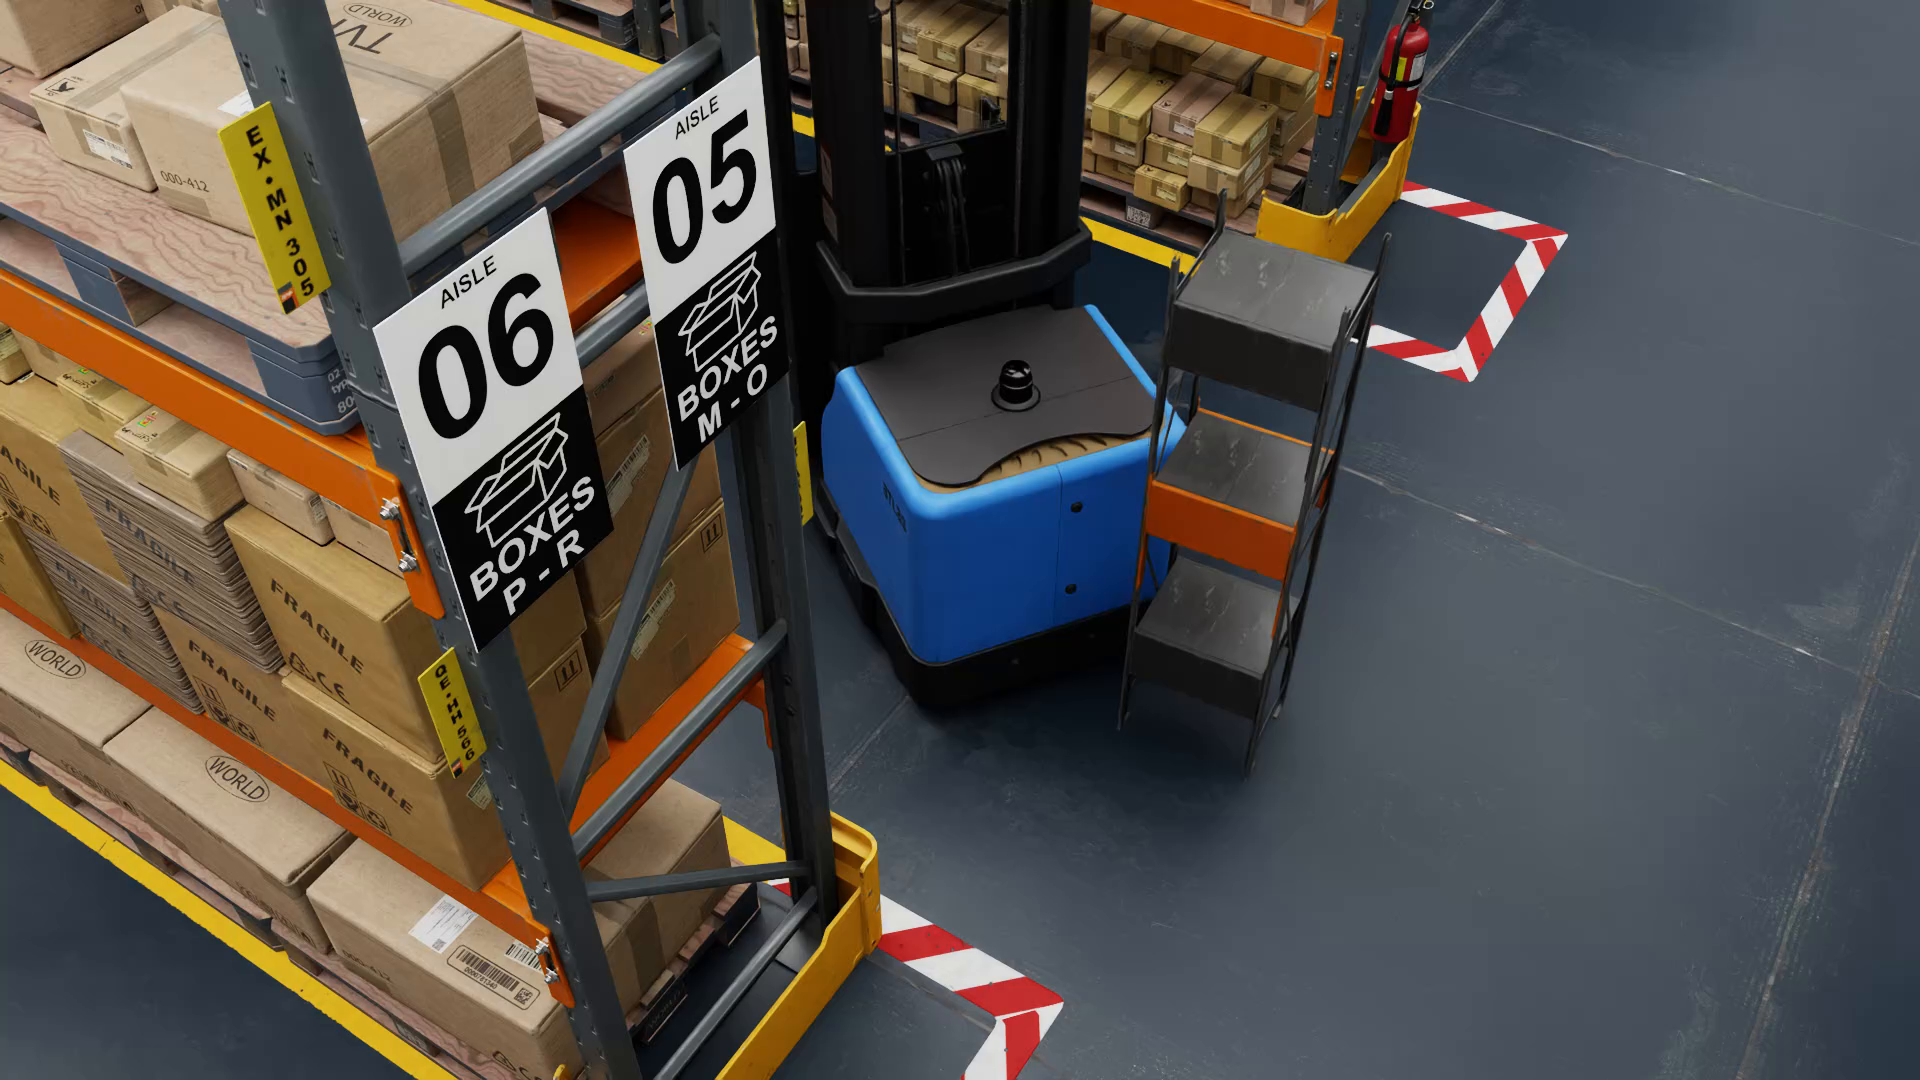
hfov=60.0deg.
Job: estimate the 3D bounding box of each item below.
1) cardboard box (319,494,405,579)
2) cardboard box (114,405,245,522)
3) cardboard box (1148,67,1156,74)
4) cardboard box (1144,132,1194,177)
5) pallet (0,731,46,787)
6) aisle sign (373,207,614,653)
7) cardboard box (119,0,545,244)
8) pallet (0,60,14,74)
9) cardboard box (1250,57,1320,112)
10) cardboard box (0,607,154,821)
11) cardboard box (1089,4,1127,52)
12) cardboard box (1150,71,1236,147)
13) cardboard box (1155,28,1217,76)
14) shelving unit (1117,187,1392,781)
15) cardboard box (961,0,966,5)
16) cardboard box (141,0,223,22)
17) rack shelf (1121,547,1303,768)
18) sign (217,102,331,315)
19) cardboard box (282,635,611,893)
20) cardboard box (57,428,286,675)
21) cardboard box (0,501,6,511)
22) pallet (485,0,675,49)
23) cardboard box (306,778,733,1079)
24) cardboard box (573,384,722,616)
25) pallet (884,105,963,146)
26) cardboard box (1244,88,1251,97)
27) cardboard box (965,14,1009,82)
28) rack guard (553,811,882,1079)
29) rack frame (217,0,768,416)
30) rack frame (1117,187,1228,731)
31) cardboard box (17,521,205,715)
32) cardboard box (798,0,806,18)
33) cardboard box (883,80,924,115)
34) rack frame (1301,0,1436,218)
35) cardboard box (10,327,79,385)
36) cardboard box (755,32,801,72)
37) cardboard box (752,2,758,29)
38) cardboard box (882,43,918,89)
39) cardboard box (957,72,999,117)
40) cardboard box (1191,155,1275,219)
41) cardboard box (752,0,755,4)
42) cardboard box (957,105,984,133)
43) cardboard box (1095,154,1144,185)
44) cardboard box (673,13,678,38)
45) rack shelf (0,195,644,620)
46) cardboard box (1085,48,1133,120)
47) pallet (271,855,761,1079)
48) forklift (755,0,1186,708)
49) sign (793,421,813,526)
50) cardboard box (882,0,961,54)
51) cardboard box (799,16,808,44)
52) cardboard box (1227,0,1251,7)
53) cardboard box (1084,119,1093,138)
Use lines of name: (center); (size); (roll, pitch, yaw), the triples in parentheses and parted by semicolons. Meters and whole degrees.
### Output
cardboard box: (-1.121, -0.114, 3.550); (0.250, 0.149, 0.380); (25, 51, 23)
cardboard box: (-1.611, -0.246, 3.679); (0.250, 0.149, 0.380); (24, 51, 22)
cardboard box: (0.962, -2.474, 8.550); (0.250, 0.149, 0.380); (26, 51, 23)
cardboard box: (1.087, -1.936, 8.027); (0.250, 0.149, 0.380); (24, 50, 21)
pallet: (-3.480, 0.279, 6.332); (1.213, 0.211, 1.003); (25, 51, 22)
aisle sign: (-0.818, -0.177, 3.018); (0.004, 0.787, 0.394); (25, 51, 22)
cardboard box: (-1.139, -0.780, 3.067); (0.500, 0.250, 0.500); (20, 49, 19)
pallet: (-2.372, -1.253, 3.847); (1.213, 0.211, 1.003); (25, 51, 22)
cardboard box: (1.618, -2.282, 8.156); (0.250, 0.149, 0.380); (23, 50, 20)
cardboard box: (-2.854, 0.366, 5.797); (0.875, 0.438, 0.875); (23, 50, 21)
cardboard box: (0.697, -2.650, 8.514); (0.250, 0.149, 0.380); (27, 51, 24)
cardboard box: (1.113, -2.058, 7.938); (0.250, 0.149, 0.380); (26, 51, 23)
cardboard box: (1.179, -2.491, 8.359); (0.250, 0.149, 0.380); (25, 51, 22)
shelving unit: (0.891, -0.082, 5.364); (0.503, 2.100, 0.431); (20, 49, 18)
cardboard box: (0.087, -2.981, 8.836); (0.250, 0.149, 0.380); (23, 50, 21)
cardboard box: (-1.503, -1.185, 3.531); (0.250, 0.149, 0.380); (26, 51, 23)
rack shelf: (0.888, 0.414, 5.877); (0.480, 0.518, 0.431); (20, 49, 18)
sign: (-1.016, -0.490, 2.481); (0.005, 0.325, 0.100); (25, 51, 22)
cardboard box: (-1.260, 0.452, 4.149); (0.500, 0.500, 0.500); (25, 51, 22)
cardboard box: (-1.701, -0.097, 3.986); (0.500, 0.500, 0.500); (25, 51, 22)
cardboard box: (-2.538, -0.486, 4.364); (0.500, 0.500, 0.500); (24, 51, 22)
pallet: (-2.147, -3.391, 9.898); (1.213, 0.211, 1.003); (25, 51, 22)
cardboard box: (-1.321, 1.065, 5.117); (0.875, 0.438, 0.875); (23, 50, 21)
cardboard box: (-0.961, -0.227, 4.112); (0.500, 0.500, 0.500); (24, 50, 21)
pallet: (0.125, -2.380, 8.915); (1.213, 0.211, 1.003); (25, 51, 22)
cardboard box: (1.374, -2.268, 8.350); (0.250, 0.149, 0.380); (24, 51, 22)
cardboard box: (0.225, -2.459, 8.328); (0.250, 0.149, 0.380); (23, 50, 21)
rack guard: (-0.691, 1.394, 5.047); (0.348, 0.500, 1.175); (25, 51, 22)
rack frame: (-0.711, -1.577, 2.008); (0.127, 3.000, 1.000); (25, 51, 22)
rack frame: (0.674, -0.163, 5.441); (0.015, 2.100, 0.400); (20, 49, 18)
cardboard box: (-2.113, 0.055, 4.535); (0.500, 0.500, 0.500); (26, 51, 23)
cardboard box: (-0.642, -2.866, 8.724); (0.250, 0.149, 0.380); (23, 50, 21)
cardboard box: (-0.244, -2.402, 8.688); (0.250, 0.149, 0.380); (23, 50, 21)
rack frame: (1.876, -2.514, 7.101); (0.127, 3.000, 1.000); (25, 51, 22)
cardboard box: (-1.982, -0.513, 3.938); (0.250, 0.149, 0.380); (24, 51, 22)
cardboard box: (-0.897, -2.712, 8.989); (0.250, 0.149, 0.380); (24, 51, 22)
cardboard box: (-1.097, -2.941, 9.004); (0.250, 0.149, 0.380); (25, 51, 22)
cardboard box: (-0.250, -2.506, 8.581); (0.250, 0.149, 0.380); (24, 51, 22)
cardboard box: (0.191, -2.305, 8.386); (0.250, 0.149, 0.380); (27, 52, 24)
cardboard box: (1.320, -1.744, 8.048); (0.250, 0.149, 0.380); (26, 51, 23)
cardboard box: (-1.113, -3.022, 8.875); (0.250, 0.149, 0.380); (27, 52, 24)
cardboard box: (0.191, -2.204, 8.495); (0.250, 0.149, 0.380); (26, 51, 23)
cardboard box: (0.873, -1.937, 8.236); (0.250, 0.149, 0.380); (24, 51, 22)
cardboard box: (-1.358, -2.880, 9.152); (0.250, 0.149, 0.380); (23, 50, 20)
rack shelf: (-2.395, -1.055, 4.094); (4.000, 0.370, 1.077); (25, 51, 22)
cardboard box: (0.643, -2.220, 8.096); (0.250, 0.149, 0.380); (23, 50, 21)
pallet: (-1.427, 1.223, 5.414); (1.213, 0.211, 1.003); (25, 51, 22)
forklift: (-0.235, -1.483, 6.148); (1.130, 2.935, 3.031); (-16, 48, -15)
sign: (-0.407, -0.148, 4.144); (0.005, 0.325, 0.100); (25, 51, 22)
cardboard box: (-0.198, -2.663, 8.526); (0.250, 0.149, 0.380); (23, 50, 21)
cardboard box: (-0.647, -2.763, 8.831); (0.250, 0.149, 0.380); (22, 50, 20)
cardboard box: (1.260, -2.501, 7.263); (0.250, 0.149, 0.380); (25, 51, 22)
cardboard box: (0.669, -2.168, 8.253); (0.250, 0.149, 0.380); (24, 51, 22)
